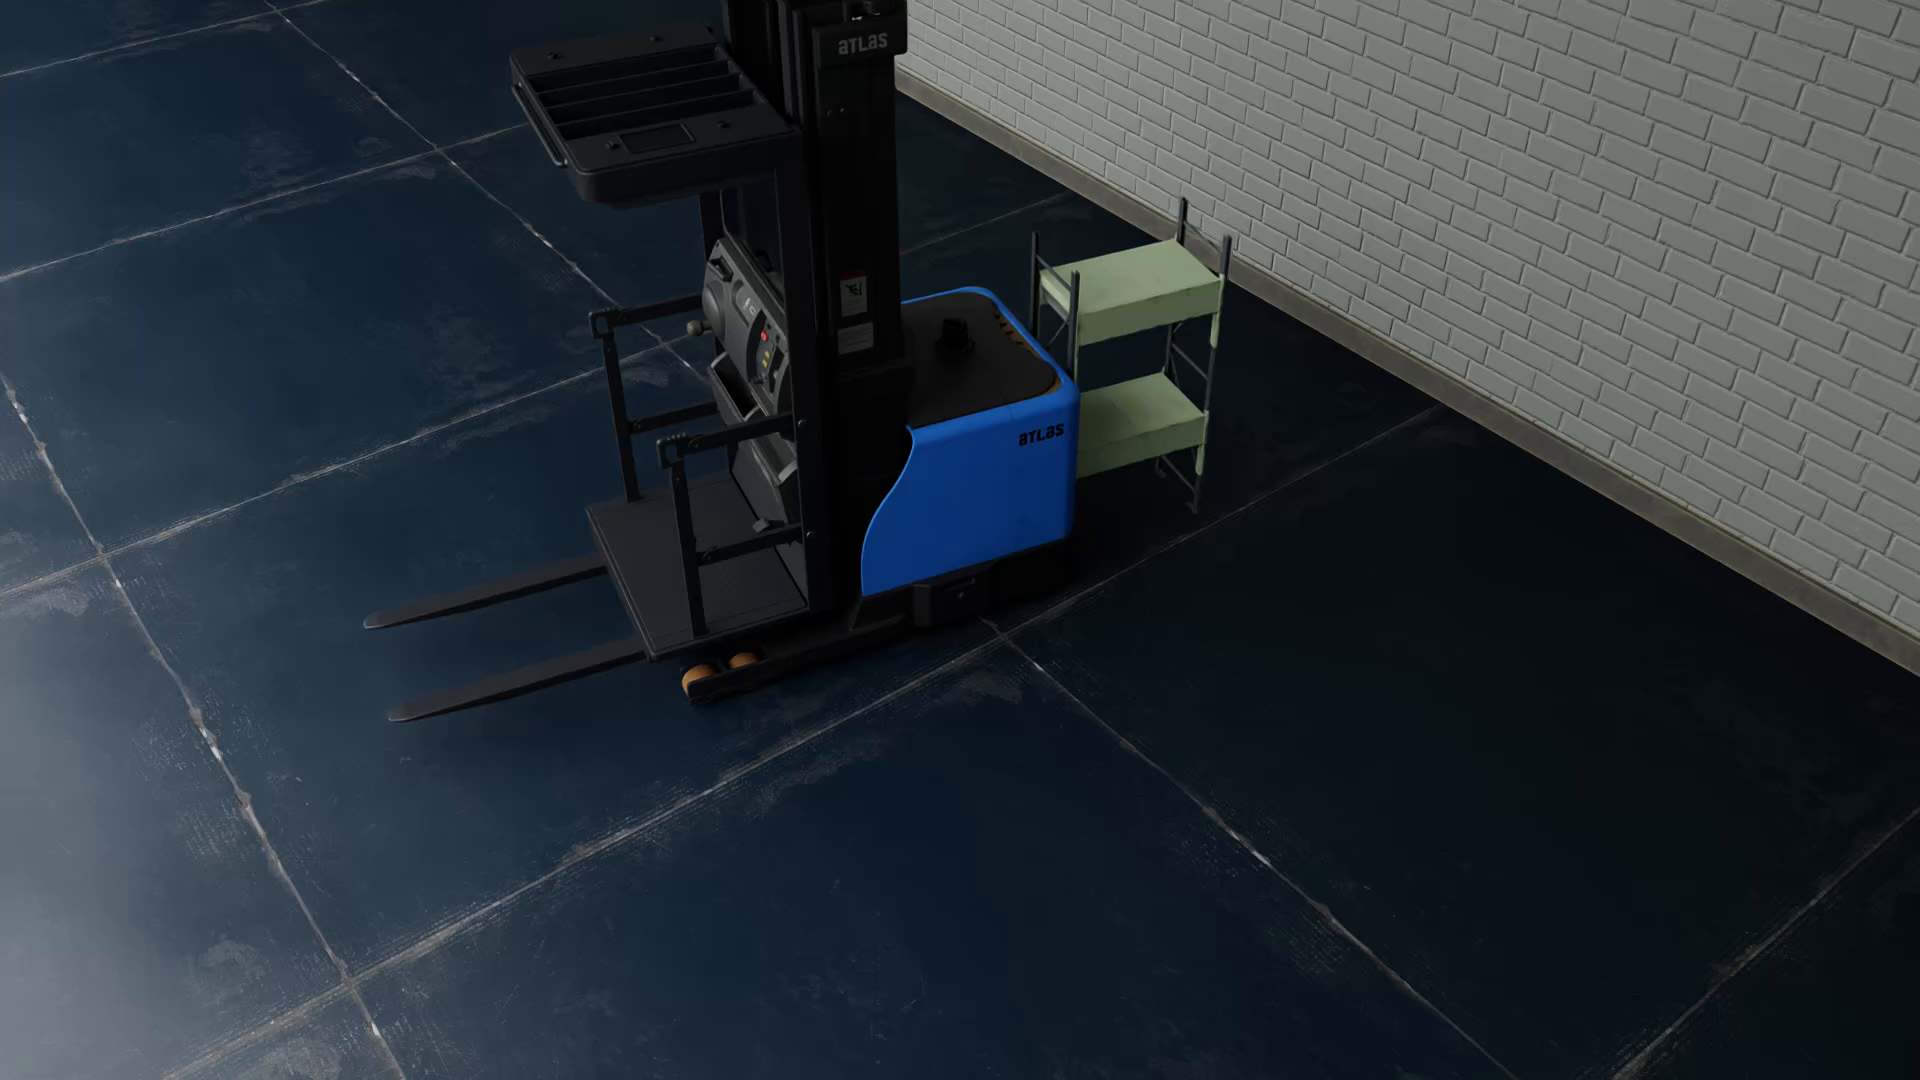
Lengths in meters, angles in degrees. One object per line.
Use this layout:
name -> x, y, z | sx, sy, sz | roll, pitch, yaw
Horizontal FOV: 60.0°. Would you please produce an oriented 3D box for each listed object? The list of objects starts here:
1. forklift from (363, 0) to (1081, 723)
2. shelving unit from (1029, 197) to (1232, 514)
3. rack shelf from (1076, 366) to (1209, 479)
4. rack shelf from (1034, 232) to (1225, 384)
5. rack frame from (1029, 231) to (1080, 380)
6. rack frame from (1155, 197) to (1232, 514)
forklift -> -1.038, -0.823, 6.576 | 3.031, 2.935, 1.130 | -16, 42, -19
shelving unit -> 0.735, -0.727, 7.587 | 0.755, 1.500, 0.431 | -16, 42, -19
rack shelf -> 0.735, -0.475, 7.793 | 0.720, 0.370, 0.431 | -16, 42, -19
rack shelf -> 0.735, -1.028, 7.339 | 0.720, 0.370, 0.431 | -16, 42, -19
rack frame -> 0.402, -0.630, 7.469 | 0.023, 1.500, 0.400 | -16, 42, -19
rack frame -> 1.068, -0.823, 7.704 | 0.023, 1.500, 0.400 | -16, 42, -19
